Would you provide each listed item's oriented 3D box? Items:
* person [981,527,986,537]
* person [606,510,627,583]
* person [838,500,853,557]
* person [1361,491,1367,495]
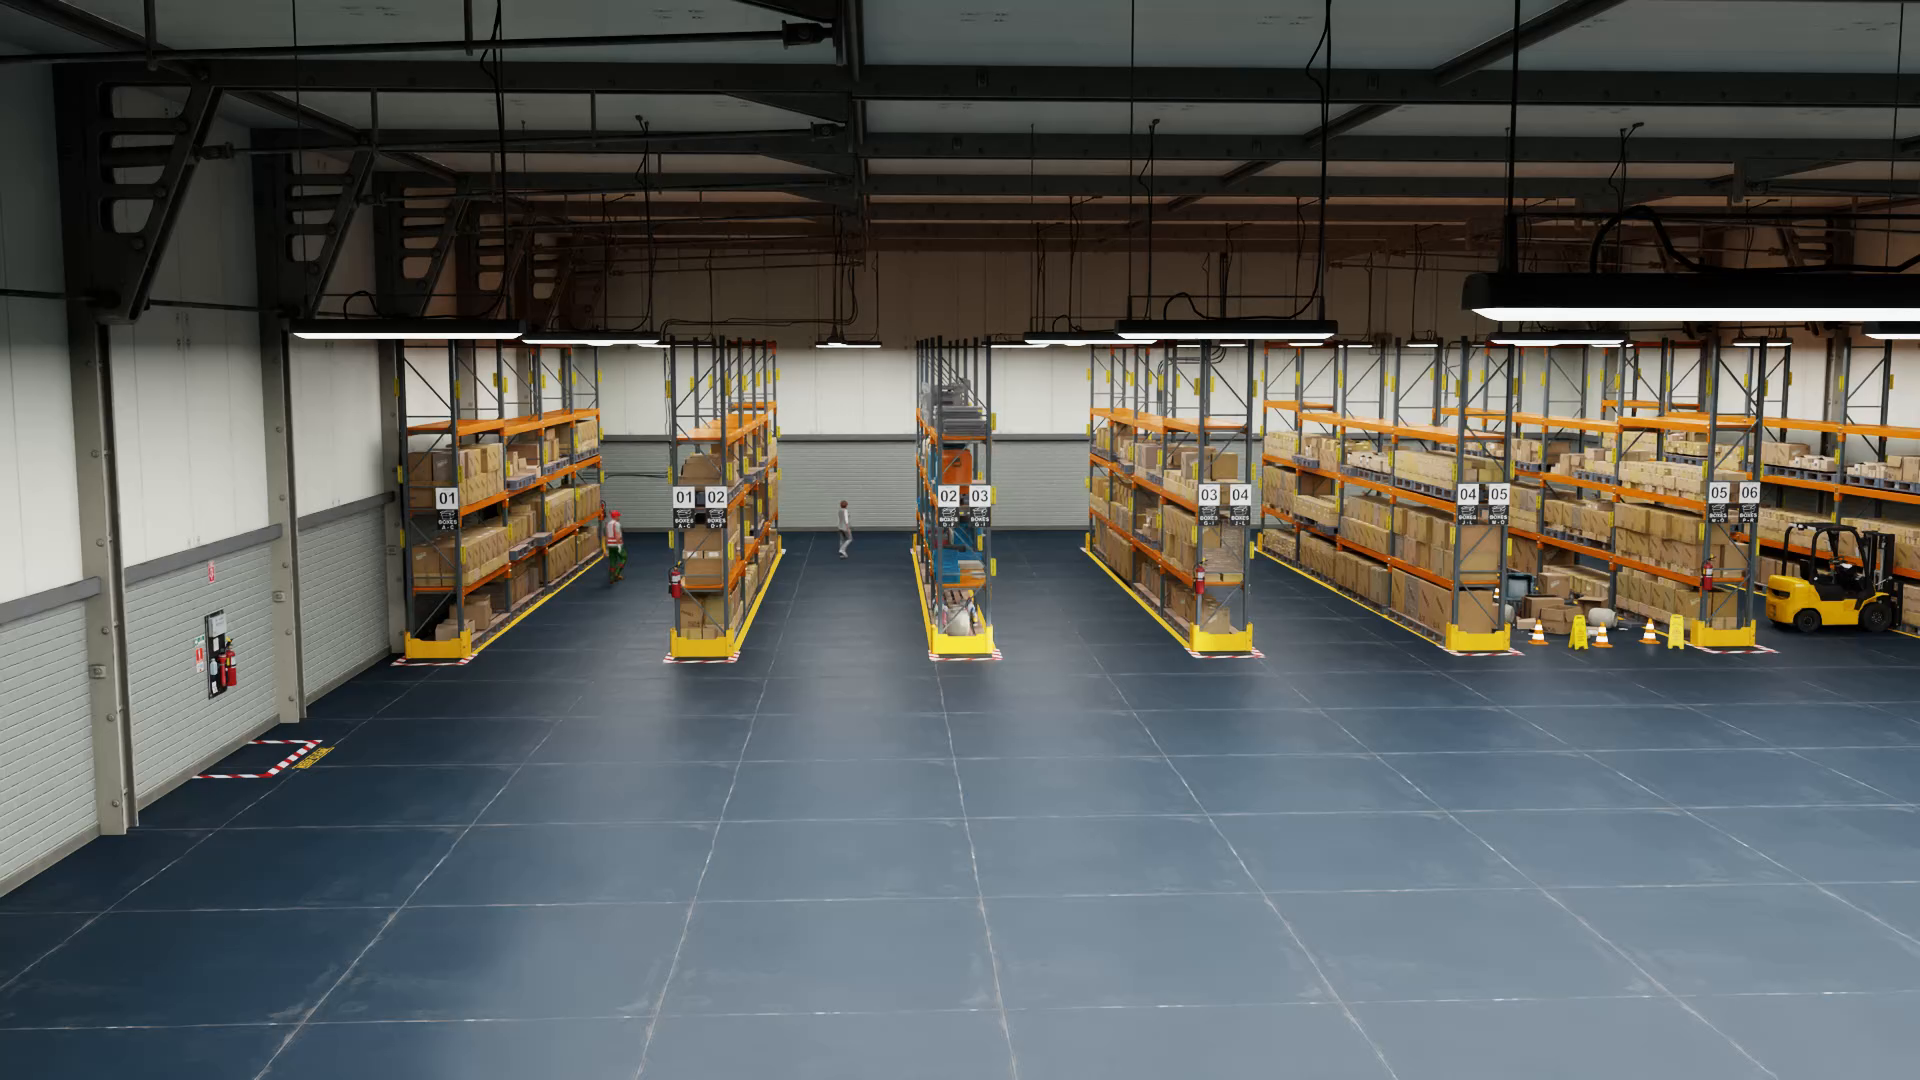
[{"bbox_3d":[0.538,-0.936,51.349,0.751,1.640,0.467,2,7,18],"label":"person"},{"bbox_3d":[-8.537,0.156,41.118,0.560,1.762,0.504,2,7,18],"label":"person"},{"bbox_3d":[-3.241,-0.301,46.071,0.438,1.599,0.448,-6,9,-41],"label":"person"},{"bbox_3d":[11.928,-0.663,49.164,0.488,1.589,0.857,-1,7,-5],"label":"person"}]
